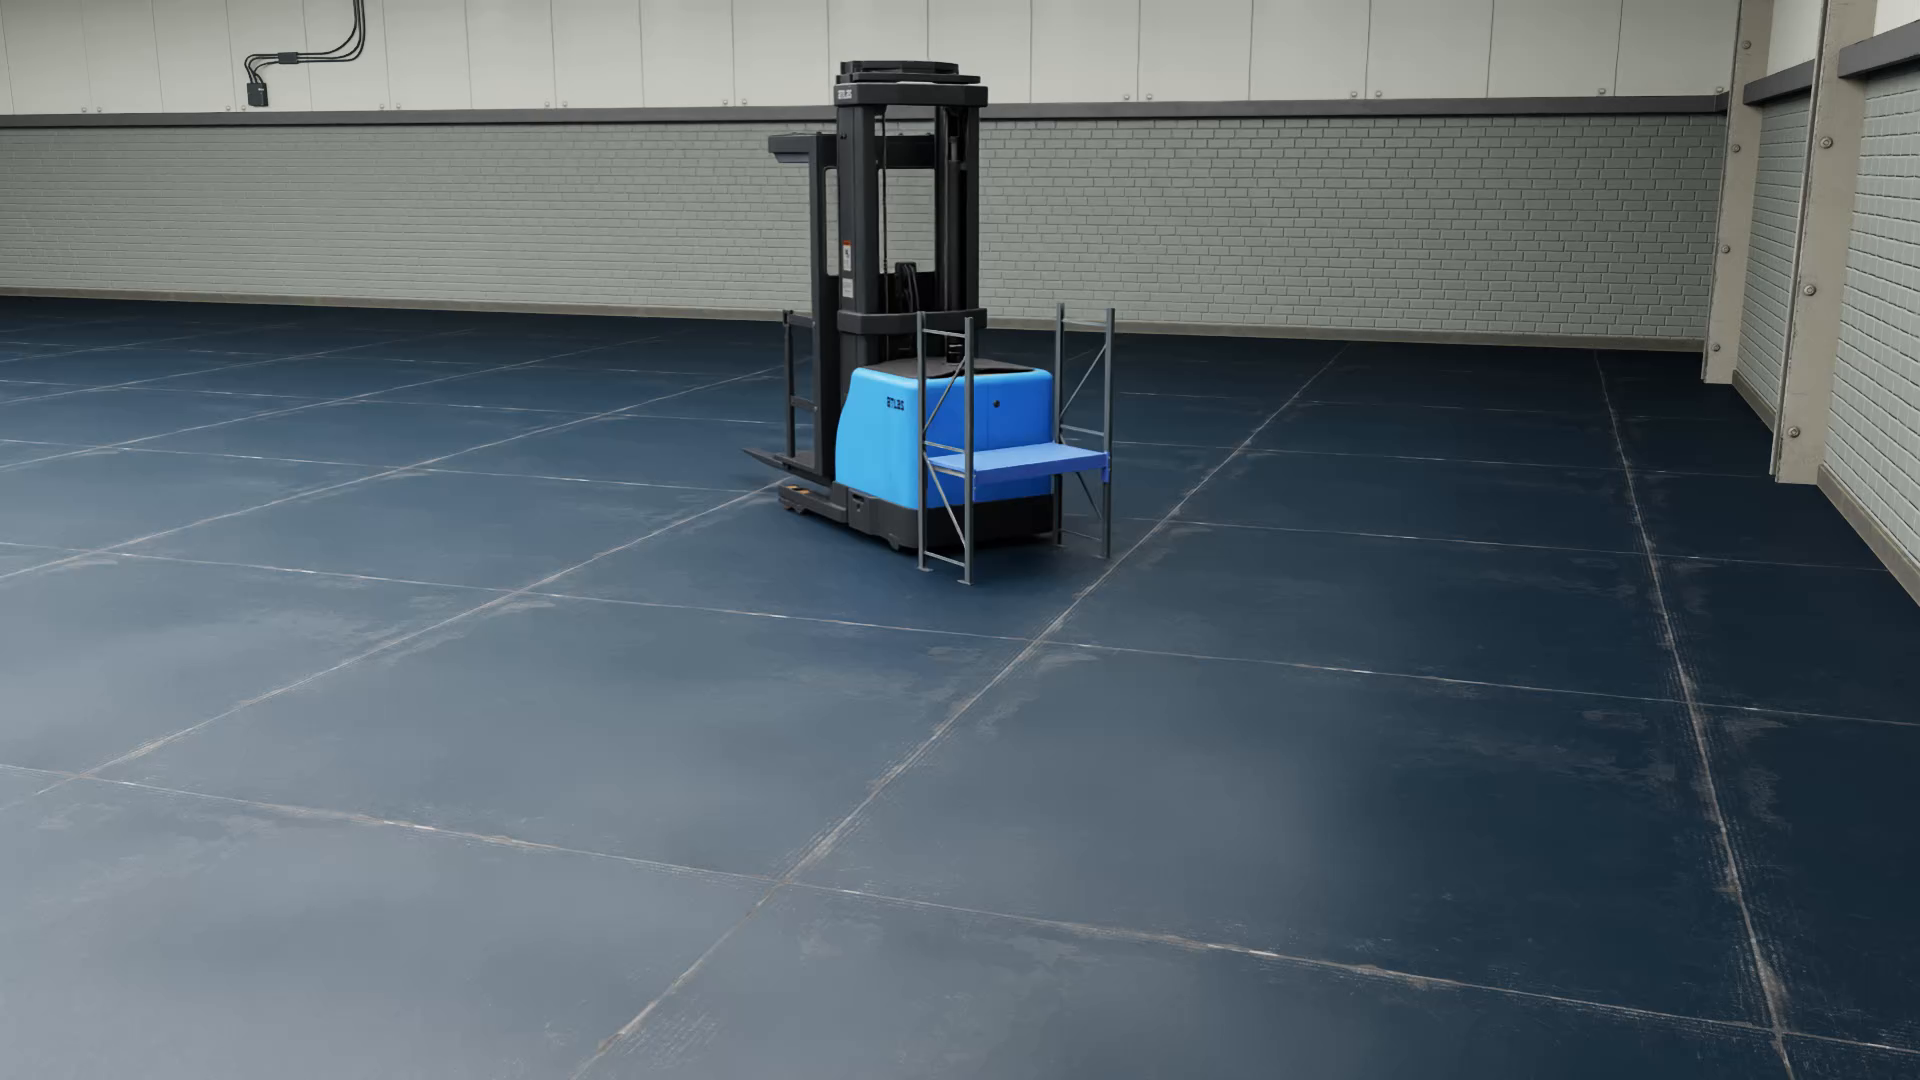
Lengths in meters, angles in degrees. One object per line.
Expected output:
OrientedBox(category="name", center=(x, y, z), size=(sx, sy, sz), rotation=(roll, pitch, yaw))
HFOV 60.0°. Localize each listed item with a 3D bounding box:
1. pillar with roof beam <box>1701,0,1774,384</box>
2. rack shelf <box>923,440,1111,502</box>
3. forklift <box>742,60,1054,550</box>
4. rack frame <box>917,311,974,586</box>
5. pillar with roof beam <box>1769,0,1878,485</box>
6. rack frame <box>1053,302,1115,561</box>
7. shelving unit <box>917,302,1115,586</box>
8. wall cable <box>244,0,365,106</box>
OrientedBox(category="pillar with roof beam", center=(4.148, -6.420, 18.393), size=(9.100, 9.000, 0.400), rotation=(4, 14, 18))
OrientedBox(category="rack shelf", center=(0.328, -0.412, 9.732), size=(1.000, 0.185, 0.538), rotation=(-9, 16, -35))
OrientedBox(category="forklift", center=(-0.589, -1.648, 11.121), size=(1.130, 2.935, 3.031), rotation=(-7, 15, -29))
OrientedBox(category="rack frame", center=(-0.083, -0.521, 9.400), size=(0.032, 1.500, 0.500), rotation=(-9, 16, -35))
OrientedBox(category="pillar with roof beam", center=(2.206, -5.157, 12.858), size=(9.100, 9.000, 0.400), rotation=(4, 14, 18))
OrientedBox(category="rack frame", center=(0.739, -0.654, 9.983), size=(0.032, 1.500, 0.500), rotation=(-9, 16, -35))
OrientedBox(category="shelving unit", center=(0.328, -0.588, 9.692), size=(1.048, 1.500, 0.538), rotation=(-9, 16, -35))
OrientedBox(category="wall cable", center=(-10.402, -9.874, 25.884), size=(2.305, 6.003, 0.169), rotation=(4, 14, 18))
